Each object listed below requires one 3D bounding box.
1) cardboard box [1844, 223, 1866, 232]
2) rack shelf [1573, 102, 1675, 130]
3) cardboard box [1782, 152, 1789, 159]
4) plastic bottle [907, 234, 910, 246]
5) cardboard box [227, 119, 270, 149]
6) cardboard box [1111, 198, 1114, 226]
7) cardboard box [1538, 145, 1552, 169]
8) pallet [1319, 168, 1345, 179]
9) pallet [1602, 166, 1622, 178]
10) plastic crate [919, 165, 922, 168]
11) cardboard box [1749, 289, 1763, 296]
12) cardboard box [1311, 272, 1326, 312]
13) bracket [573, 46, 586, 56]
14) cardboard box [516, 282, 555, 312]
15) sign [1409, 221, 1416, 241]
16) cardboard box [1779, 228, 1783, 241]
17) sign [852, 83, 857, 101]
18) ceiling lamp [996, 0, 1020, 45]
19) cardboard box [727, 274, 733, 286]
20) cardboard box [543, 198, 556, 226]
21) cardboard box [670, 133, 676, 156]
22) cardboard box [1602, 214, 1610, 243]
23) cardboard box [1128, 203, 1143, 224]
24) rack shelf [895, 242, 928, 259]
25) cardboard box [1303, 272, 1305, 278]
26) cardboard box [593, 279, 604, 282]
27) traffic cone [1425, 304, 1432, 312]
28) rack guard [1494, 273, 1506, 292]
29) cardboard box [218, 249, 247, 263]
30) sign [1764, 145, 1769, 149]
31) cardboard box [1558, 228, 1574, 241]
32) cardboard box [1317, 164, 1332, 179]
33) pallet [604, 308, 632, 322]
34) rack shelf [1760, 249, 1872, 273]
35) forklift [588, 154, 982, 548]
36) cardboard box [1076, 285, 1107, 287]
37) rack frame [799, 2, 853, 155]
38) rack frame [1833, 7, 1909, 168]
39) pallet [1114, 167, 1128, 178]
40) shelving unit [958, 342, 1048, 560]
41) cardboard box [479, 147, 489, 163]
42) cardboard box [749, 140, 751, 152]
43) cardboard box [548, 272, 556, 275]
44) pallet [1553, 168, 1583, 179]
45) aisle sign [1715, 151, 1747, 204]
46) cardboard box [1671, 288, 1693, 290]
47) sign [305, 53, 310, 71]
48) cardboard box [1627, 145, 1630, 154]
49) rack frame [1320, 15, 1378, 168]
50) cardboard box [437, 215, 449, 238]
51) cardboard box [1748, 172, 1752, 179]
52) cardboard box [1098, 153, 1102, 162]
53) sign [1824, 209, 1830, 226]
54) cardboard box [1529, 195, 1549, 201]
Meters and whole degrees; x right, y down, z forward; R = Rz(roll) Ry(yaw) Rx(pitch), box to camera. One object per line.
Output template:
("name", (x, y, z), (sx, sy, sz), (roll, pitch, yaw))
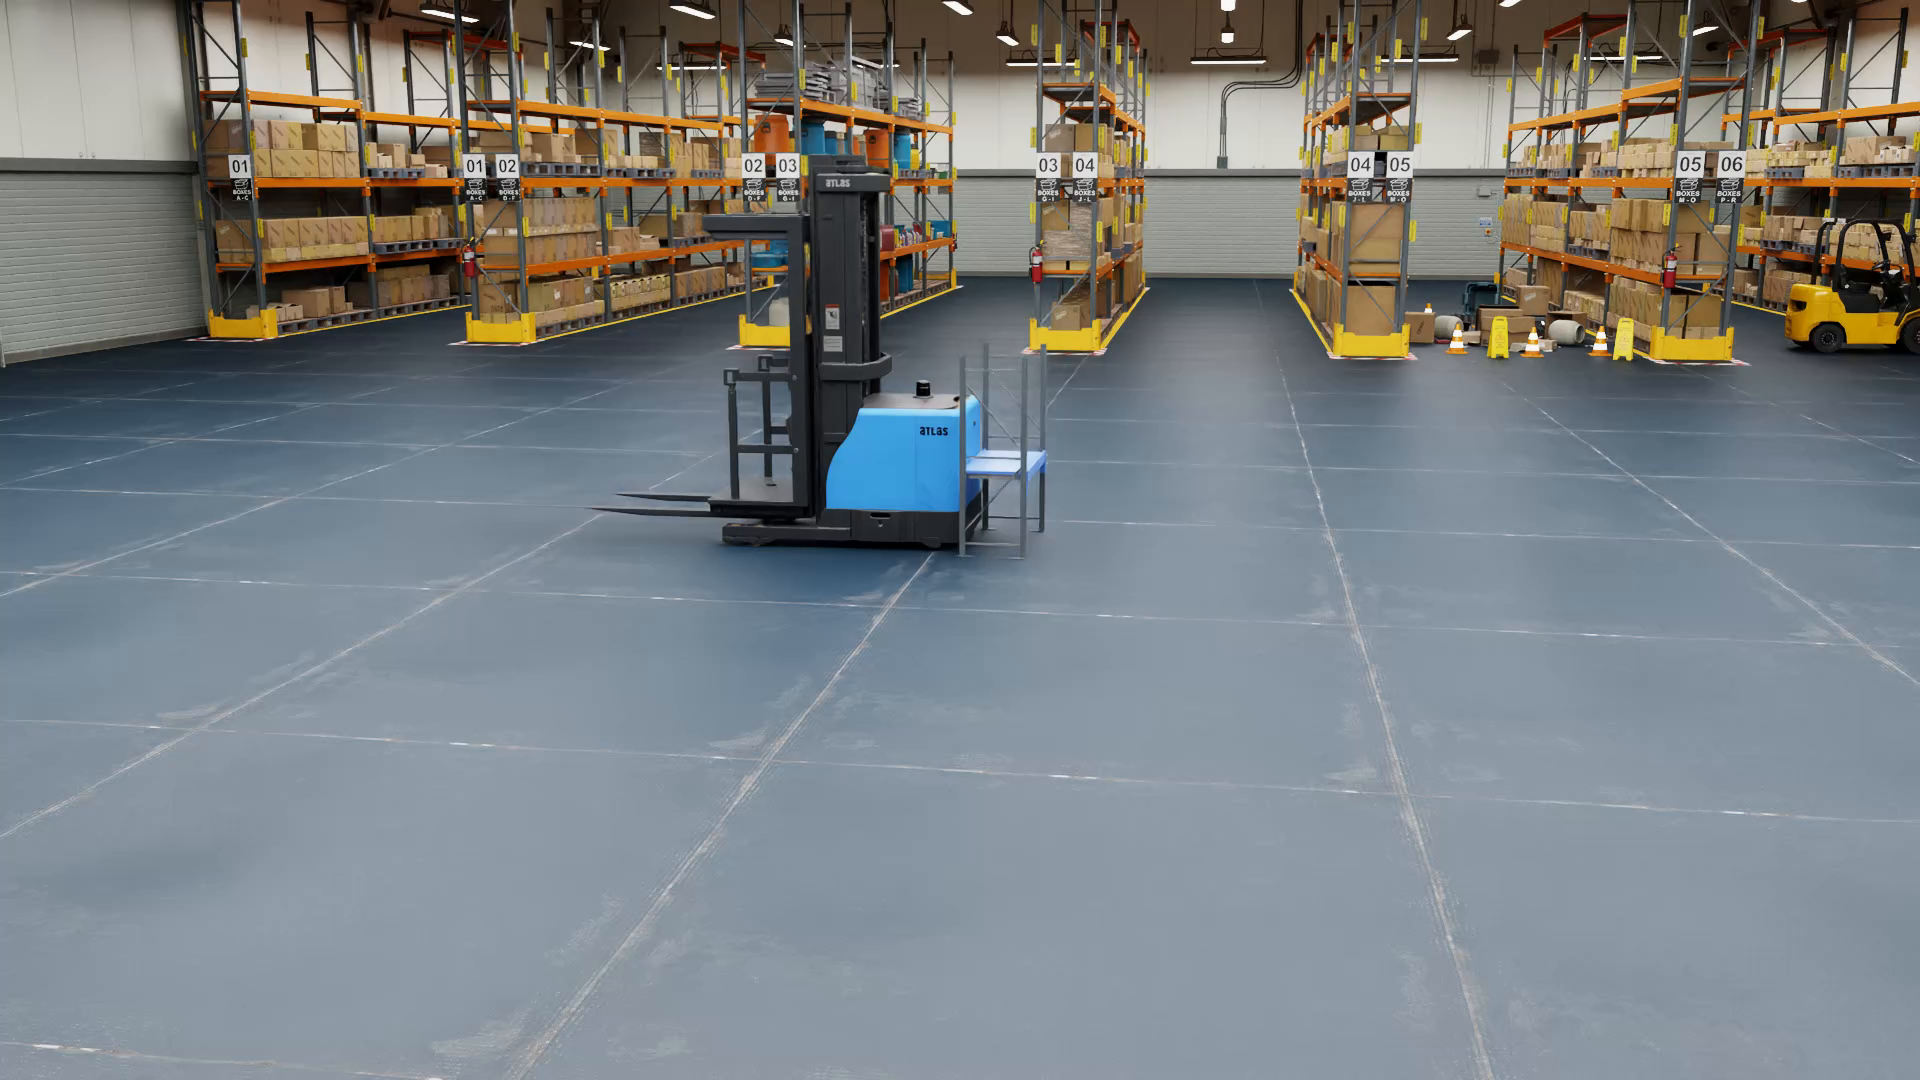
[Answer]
("cardboard box", (17.279, -6.024, 32.049), (0.380, 0.149, 0.250), (2, 12, 10))
("rack shelf", (12.460, -7.954, 31.199), (1.077, 0.370, 4.000), (2, 12, 9))
("cardboard box", (17.744, -8.189, 35.408), (0.380, 0.149, 0.250), (2, 12, 8))
("plastic bottle", (-1.234, -6.889, 38.133), (0.152, 0.276, 0.135), (2, 12, 9))
("cardboard box", (-12.639, -7.208, 29.543), (0.500, 0.500, 0.500), (1, 12, 5))
("cardboard box", (2.563, -6.054, 30.648), (0.500, 0.500, 0.500), (2, 12, 9))
("cardboard box", (12.961, -8.364, 36.330), (0.500, 0.500, 0.500), (2, 12, 8))
("pallet", (7.815, -7.363, 33.365), (1.213, 0.211, 1.003), (2, 12, 11))
("pallet", (12.353, -6.652, 30.065), (1.213, 0.211, 1.003), (2, 12, 9))
("plastic crate", (-1.195, -9.259, 41.863), (0.504, 0.338, 0.767), (2, 12, 9))
("cardboard box", (18.084, -5.595, 37.604), (0.380, 0.149, 0.250), (2, 12, 7))
("cardboard box", (7.547, -4.924, 33.064), (1.050, 0.750, 0.750), (2, 12, 10))
("bracket", (-10.630, -13.637, 46.369), (0.235, 0.232, 0.430), (2, 12, 9))
("cardboard box", (-7.665, -4.399, 30.034), (0.500, 0.500, 0.500), (2, 12, 9))
("sign", (7.178, -4.902, 26.375), (0.100, 0.325, 0.005), (2, 12, 9))
("cardboard box", (17.695, -6.520, 35.451), (0.396, 0.266, 0.258), (2, 12, 11))
("sign", (-1.992, -8.444, 31.312), (0.100, 0.325, 0.005), (2, 12, 9))
("ceiling lamp", (1.334, -12.821, 37.269), (0.800, 3.185, 2.000), (2, 12, 9))
("cardboard box", (-5.919, -6.442, 41.101), (0.500, 0.311, 0.500), (2, 12, 9))
("cardboard box", (-7.798, -5.968, 30.249), (0.700, 0.500, 0.500), (2, 12, 9))
("cardboard box", (-6.660, -8.829, 37.109), (0.500, 0.500, 0.500), (2, 12, 9))
("cardboard box", (11.997, -5.655, 30.175), (0.500, 0.500, 0.500), (2, 12, 8))
("cardboard box", (4.391, -8.300, 42.257), (0.500, 0.500, 0.500), (2, 12, 9))
("rack shelf", (-1.611, -6.531, 37.887), (1.077, 0.370, 4.000), (2, 12, 9))
("cardboard box", (8.305, -6.248, 39.225), (0.380, 0.149, 0.250), (2, 12, 8))
("cardboard box", (-7.495, -5.236, 34.370), (0.500, 0.311, 0.500), (2, 12, 8))
("traffic cone", (8.944, -4.282, 31.763), (0.336, 0.463, 0.334), (2, 12, 9))
("rack guard", (14.002, -6.433, 41.658), (1.175, 0.500, 0.348), (2, 12, 9))
("cardboard box", (-13.058, -5.162, 30.136), (0.500, 0.250, 0.500), (2, 12, 9))
("sign", (19.449, -9.367, 40.117), (0.100, 0.325, 0.005), (2, 12, 9))
("cardboard box", (12.591, -6.265, 34.114), (0.500, 0.250, 0.500), (2, 12, 8))
("cardboard box", (7.698, -7.767, 34.554), (0.500, 0.500, 0.500), (2, 12, 9))
("pallet", (-7.353, -4.587, 33.775), (1.003, 0.211, 1.213), (2, 12, 9))
("rack shelf", (17.981, -5.890, 34.910), (1.077, 0.370, 4.000), (2, 12, 9))
("forklift", (-1.388, -1.491, 12.954), (3.031, 2.935, 1.130), (2, 12, 8))
("cardboard box", (2.654, -4.809, 33.076), (0.700, 0.500, 0.500), (1, 12, 4))
("rack frame", (-2.534, -8.567, 31.383), (1.000, 3.000, 0.127), (2, 12, 9))
("rack frame", (17.673, -8.758, 32.270), (1.000, 3.000, 0.127), (2, 12, 9))
("pallet", (2.561, -6.973, 31.555), (1.213, 0.211, 1.003), (2, 12, 9))
("shelving unit", (0.337, -0.704, 12.701), (0.538, 1.500, 1.048), (2, 12, 10))
("cardboard box", (-11.498, -8.951, 39.004), (0.700, 0.500, 0.500), (2, 12, 9))
("cardboard box", (-5.805, -10.088, 42.954), (0.700, 0.500, 0.500), (2, 12, 9))
("cardboard box", (-10.795, -6.860, 42.643), (0.700, 0.500, 0.500), (2, 12, 8))
("pallet", (12.814, -7.495, 33.978), (1.213, 0.211, 1.003), (2, 12, 11))
("aisle sign", (11.834, -5.568, 25.537), (0.394, 0.787, 0.004), (2, 12, 9))
("cardboard box", (12.173, -4.036, 28.351), (0.500, 0.500, 0.500), (3, 12, 12))
("sign", (-12.872, -9.438, 32.836), (0.100, 0.325, 0.005), (2, 12, 9))
("cardboard box", (11.721, -6.721, 28.643), (0.380, 0.149, 0.250), (1, 12, 7))
("rack frame", (7.861, -9.057, 33.659), (1.000, 3.000, 0.127), (2, 12, 9))
("cardboard box", (-11.770, -6.953, 36.856), (0.700, 0.500, 0.500), (0, 12, 2))
("cardboard box", (18.287, -8.350, 38.097), (0.380, 0.149, 0.250), (2, 12, 9))
("cardboard box", (2.152, -6.329, 27.532), (0.380, 0.149, 0.250), (2, 12, 10))
("sign", (17.135, -6.368, 32.861), (0.100, 0.325, 0.005), (2, 12, 9))
("cardboard box", (13.116, -7.747, 37.669), (0.380, 0.149, 0.250), (2, 12, 7))
